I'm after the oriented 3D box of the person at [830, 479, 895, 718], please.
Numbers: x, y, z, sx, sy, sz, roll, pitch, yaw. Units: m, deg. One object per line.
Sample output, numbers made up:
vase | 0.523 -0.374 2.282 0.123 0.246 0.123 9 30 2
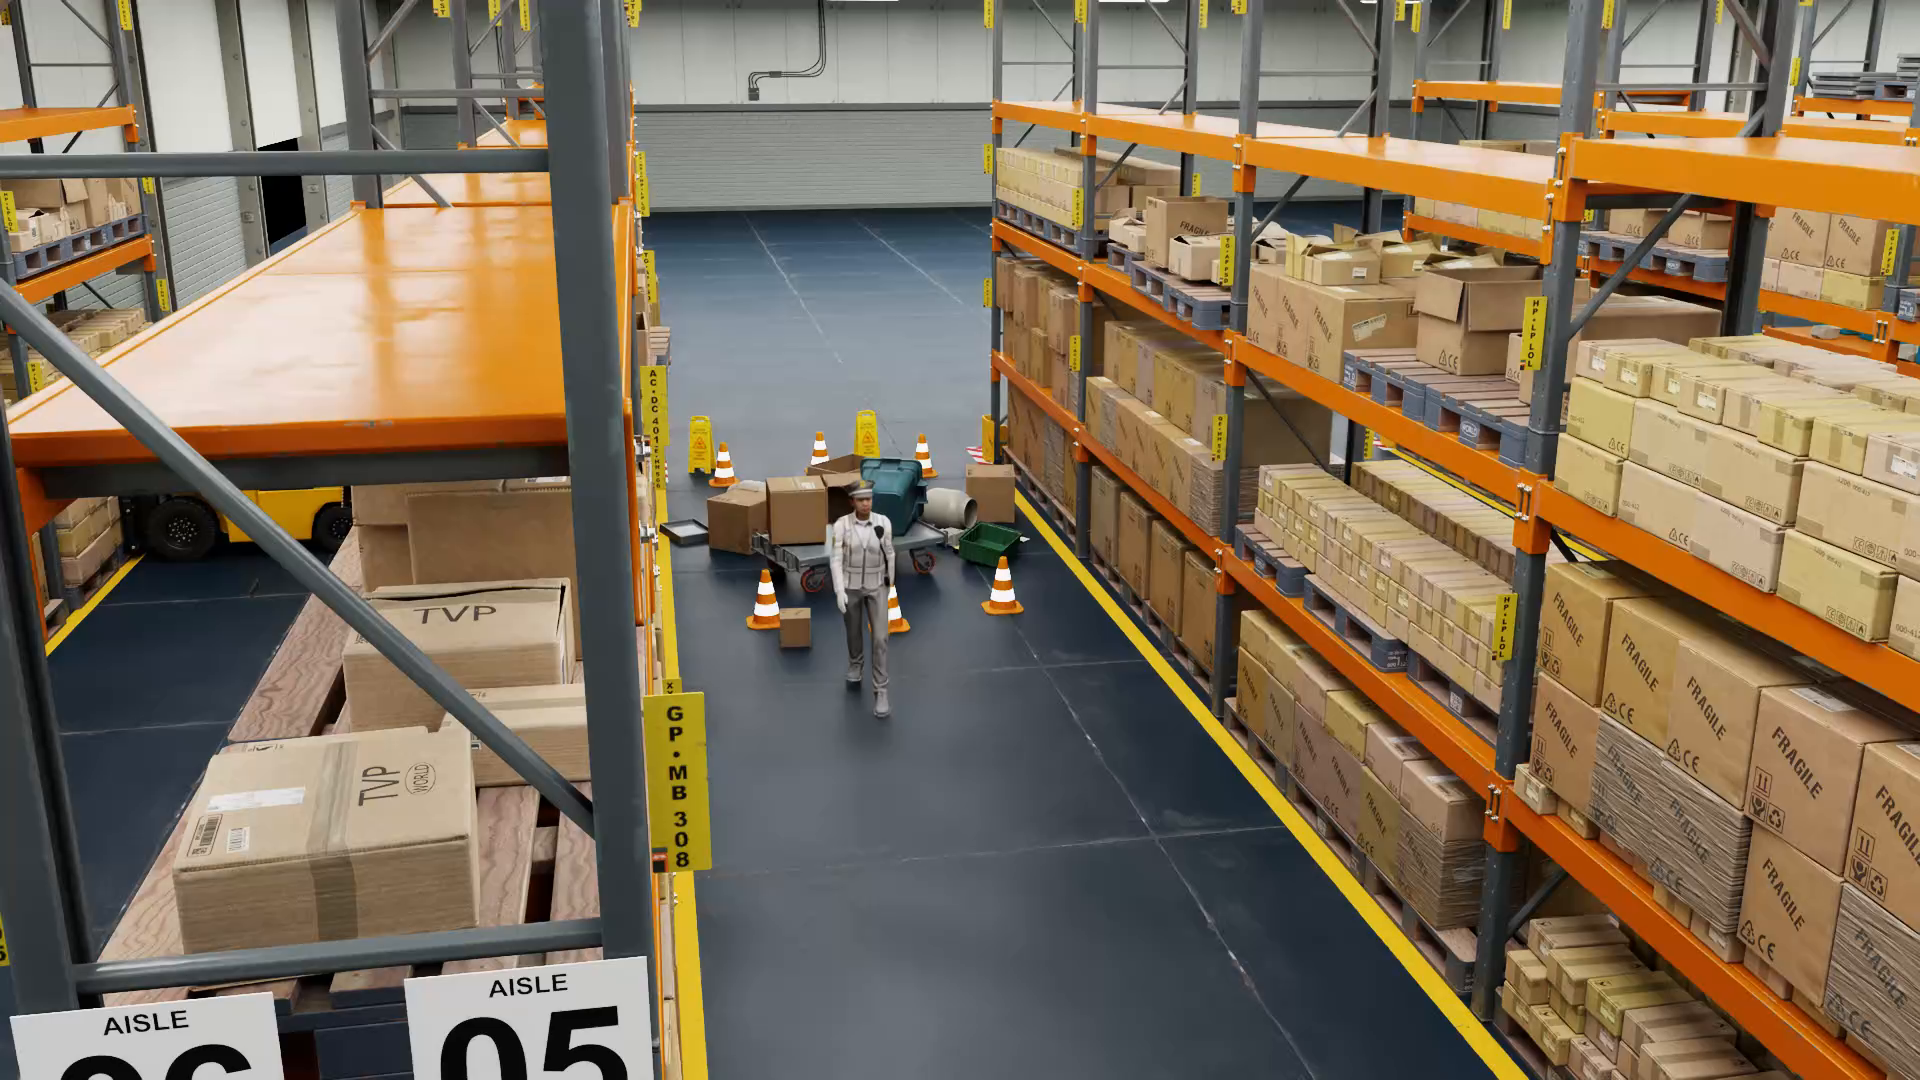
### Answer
person | -0.712 0.363 12.208 0.482 1.660 0.922 -1 17 -3
